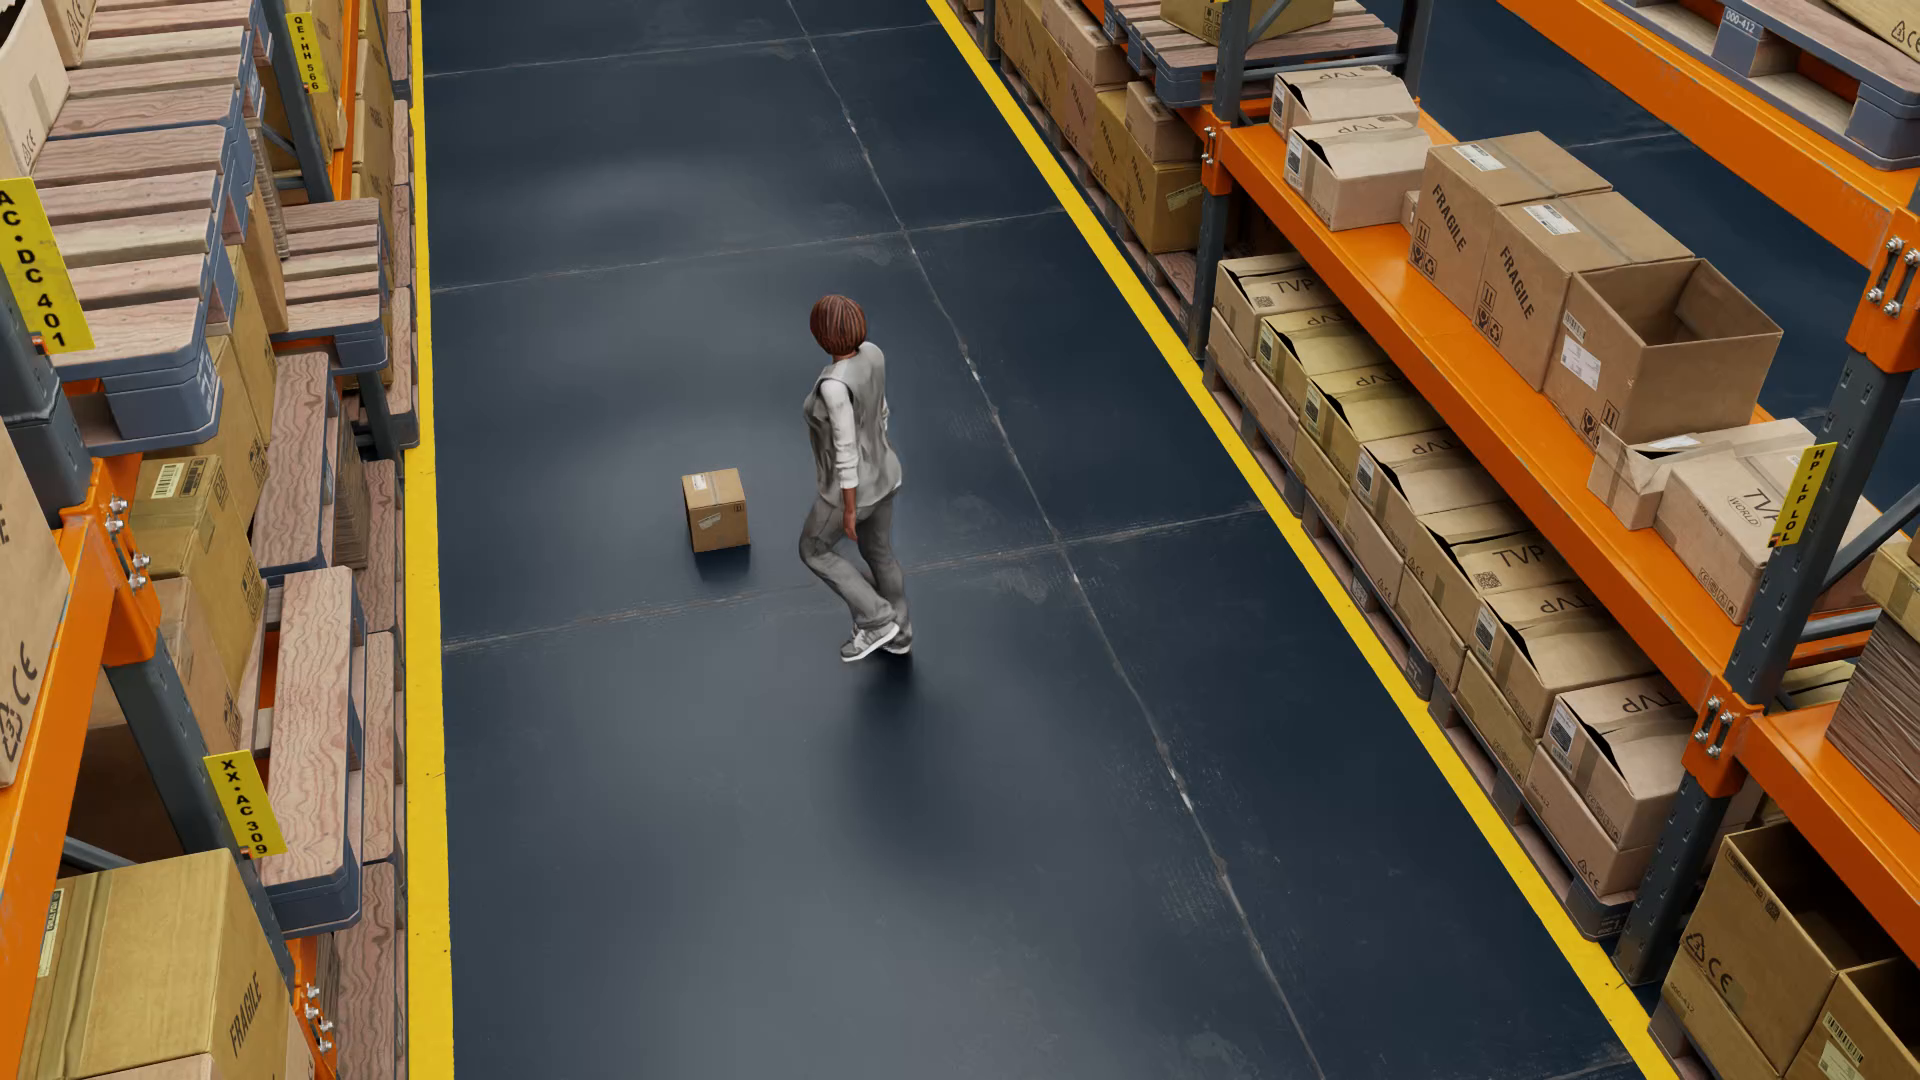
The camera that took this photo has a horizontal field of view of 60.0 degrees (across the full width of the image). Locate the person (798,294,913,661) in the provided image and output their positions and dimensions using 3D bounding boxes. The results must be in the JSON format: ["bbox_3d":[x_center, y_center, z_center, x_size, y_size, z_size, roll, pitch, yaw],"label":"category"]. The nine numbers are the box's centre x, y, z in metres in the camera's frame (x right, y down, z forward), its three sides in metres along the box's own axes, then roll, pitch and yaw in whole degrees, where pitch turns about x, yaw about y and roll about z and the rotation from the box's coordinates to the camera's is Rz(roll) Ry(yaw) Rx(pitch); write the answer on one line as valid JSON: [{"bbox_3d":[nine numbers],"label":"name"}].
[{"bbox_3d":[-0.375,-0.211,6.401,0.435,1.584,0.445,18,42,21],"label":"person"}]
